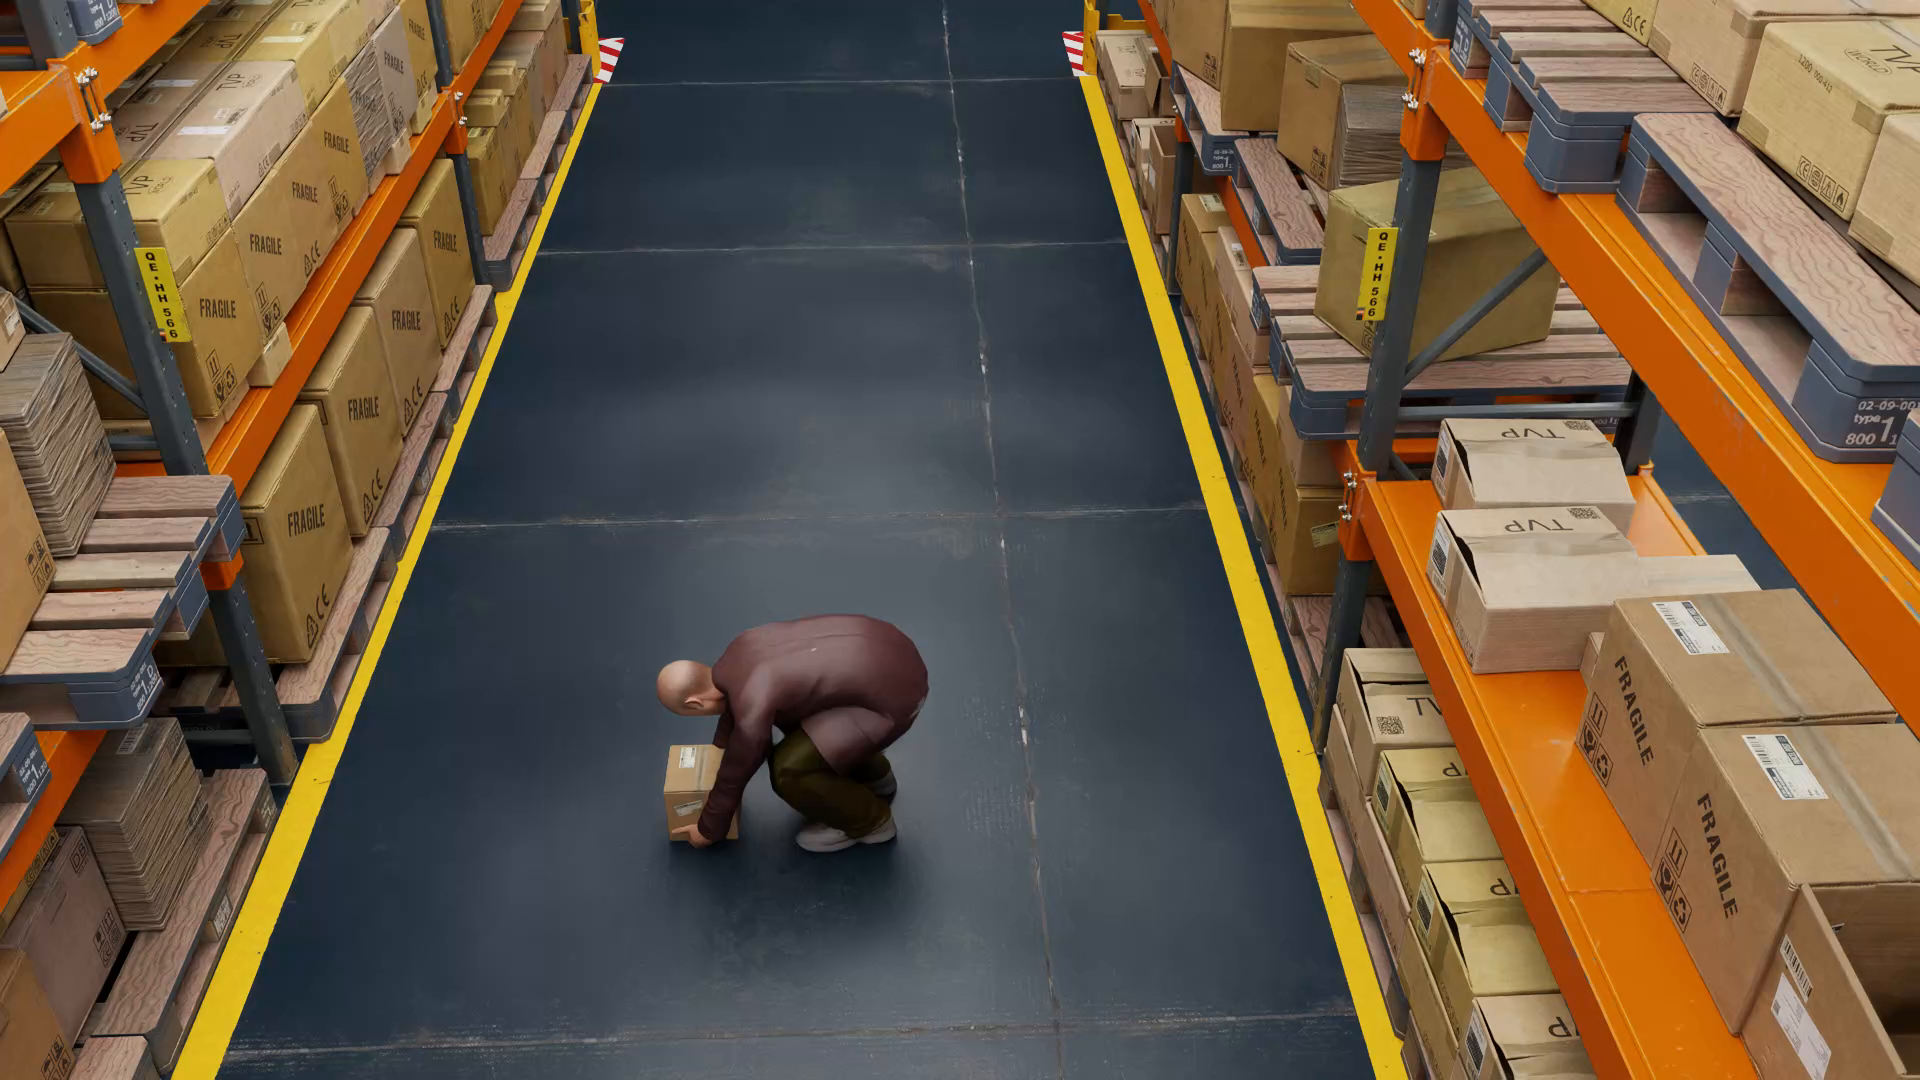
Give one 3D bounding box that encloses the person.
[{"bbox_3d":[-0.587,0.689,5.992,0.957,0.873,0.589,-3,35,-4],"label":"person"}]
